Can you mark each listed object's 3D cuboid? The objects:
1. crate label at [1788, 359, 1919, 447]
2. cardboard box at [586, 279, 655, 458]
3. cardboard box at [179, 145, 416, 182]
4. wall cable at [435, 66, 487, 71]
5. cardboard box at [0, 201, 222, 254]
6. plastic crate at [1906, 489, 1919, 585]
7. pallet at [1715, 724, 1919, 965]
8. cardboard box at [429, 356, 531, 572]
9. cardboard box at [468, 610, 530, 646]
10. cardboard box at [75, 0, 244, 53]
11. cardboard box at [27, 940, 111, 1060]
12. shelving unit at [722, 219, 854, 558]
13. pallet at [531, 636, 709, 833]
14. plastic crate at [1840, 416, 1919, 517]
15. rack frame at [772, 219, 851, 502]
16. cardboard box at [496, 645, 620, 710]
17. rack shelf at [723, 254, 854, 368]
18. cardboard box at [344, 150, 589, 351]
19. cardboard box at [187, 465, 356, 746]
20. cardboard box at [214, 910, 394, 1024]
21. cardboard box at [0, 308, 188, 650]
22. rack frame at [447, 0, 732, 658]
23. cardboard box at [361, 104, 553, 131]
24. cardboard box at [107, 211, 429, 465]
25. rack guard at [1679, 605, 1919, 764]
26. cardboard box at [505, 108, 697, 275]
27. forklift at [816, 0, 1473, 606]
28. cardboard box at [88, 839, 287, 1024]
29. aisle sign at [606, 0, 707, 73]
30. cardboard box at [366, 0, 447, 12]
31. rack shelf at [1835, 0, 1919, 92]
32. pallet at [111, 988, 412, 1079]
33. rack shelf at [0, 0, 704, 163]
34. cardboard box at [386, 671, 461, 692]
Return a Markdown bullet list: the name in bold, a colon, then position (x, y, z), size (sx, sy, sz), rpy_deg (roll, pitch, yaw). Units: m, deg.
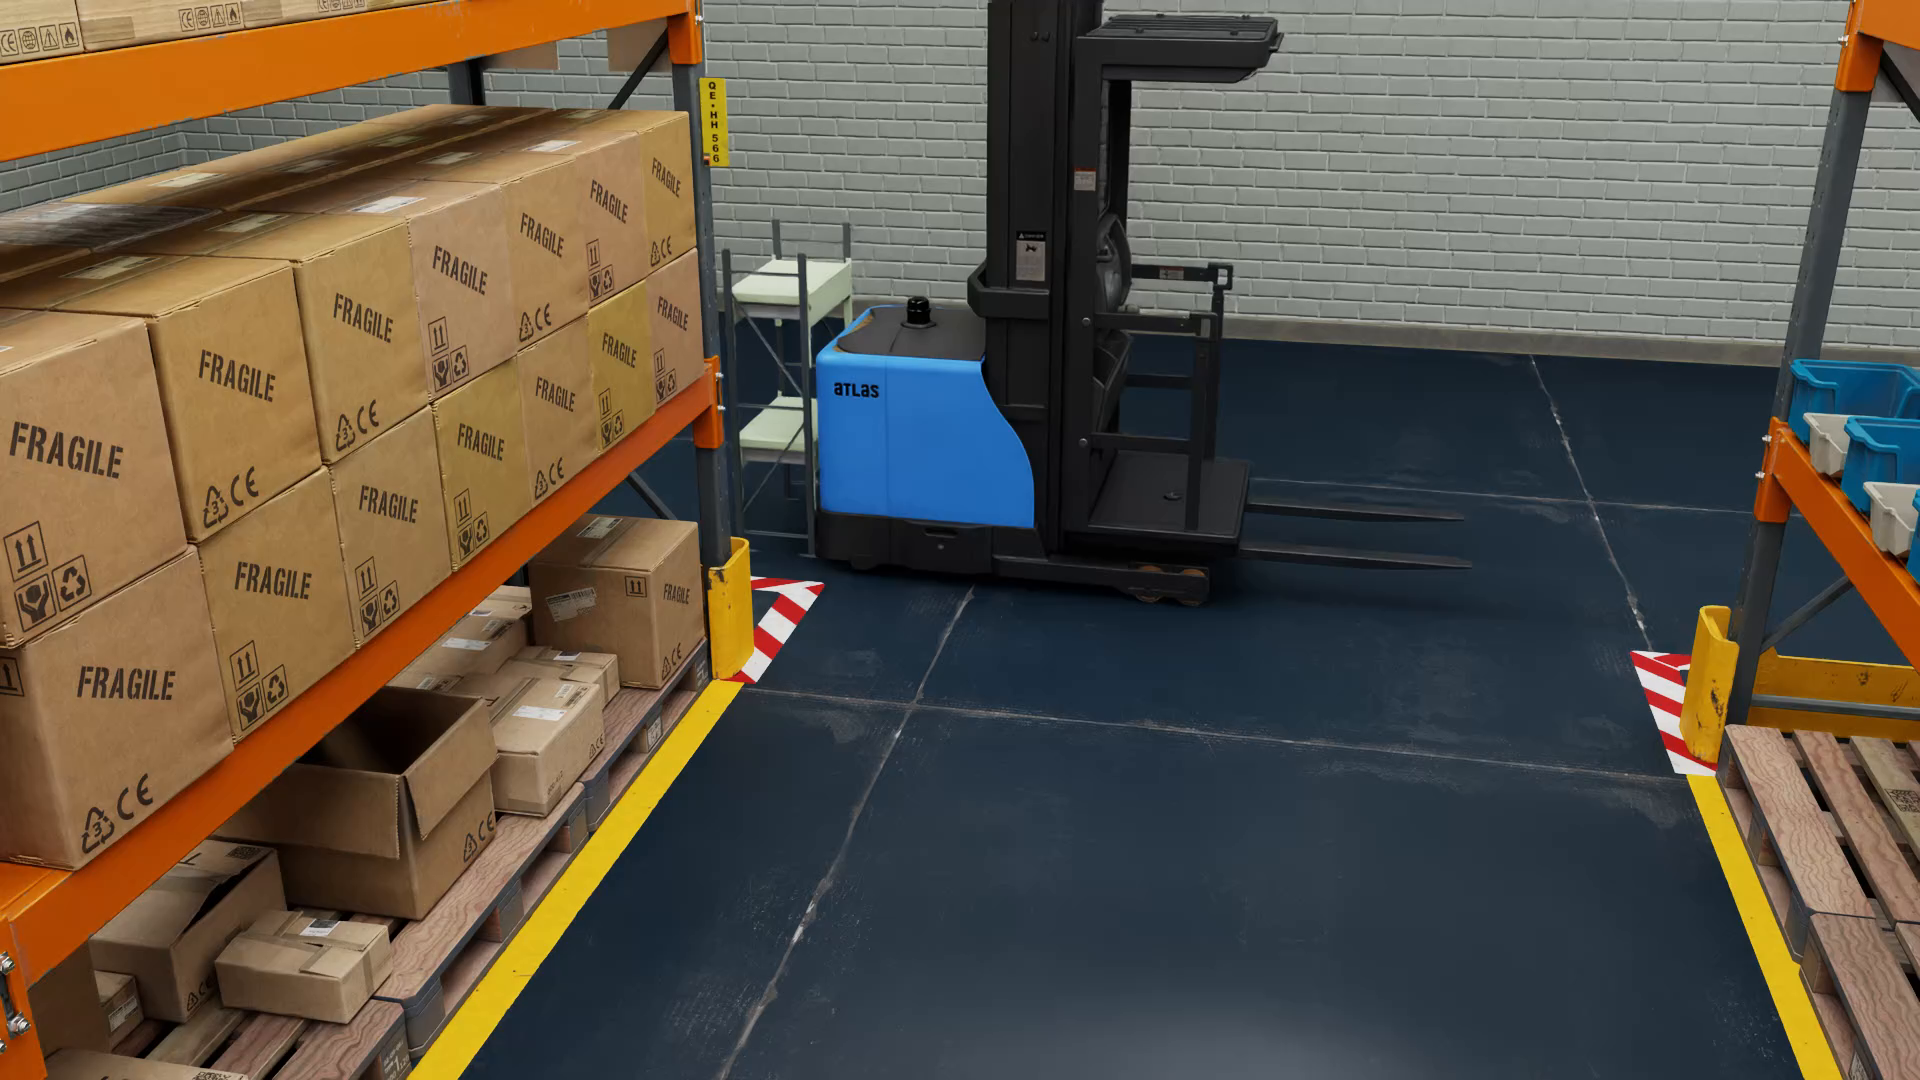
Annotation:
- **crate label**: position (3.010, -0.448, 5.595), size (0.416, 0.233, 0.303), rpy_deg (4, 22, 11)
- **cardboard box**: position (-1.393, -0.614, 5.729), size (0.500, 0.500, 0.500), rpy_deg (5, 22, 11)
- **cardboard box**: position (-2.021, -0.936, 5.190), size (0.500, 0.500, 0.500), rpy_deg (5, 22, 12)
- **wall cable**: position (-4.812, -4.702, 12.140), size (3.097, 2.526, 0.112), rpy_deg (4, 22, 11)
- **cardboard box**: position (-2.228, -0.566, 4.271), size (0.500, 0.500, 0.500), rpy_deg (5, 22, 11)
- **plastic crate**: position (2.741, 0.033, 4.399), size (0.416, 0.233, 0.300), rpy_deg (4, 22, 11)
- **pallet**: position (3.176, 1.029, 5.516), size (1.003, 0.211, 1.213), rpy_deg (4, 22, 11)
- **cardboard box**: position (-1.604, -0.248, 4.819), size (0.500, 0.500, 0.500), rpy_deg (4, 22, 10)
- **cardboard box**: position (-1.939, 0.386, 6.583), size (0.380, 0.166, 0.250), rpy_deg (4, 22, 11)
- **cardboard box**: position (-1.835, -1.143, 3.361), size (0.500, 0.250, 0.500), rpy_deg (4, 22, 11)
- **cardboard box**: position (-2.444, 1.246, 4.001), size (0.500, 0.500, 0.500), rpy_deg (4, 22, 11)
- **shelving unit**: position (-0.822, -0.762, 8.237), size (0.431, 1.500, 0.755), rpy_deg (5, 22, 12)
- **pallet**: position (-1.643, 0.671, 6.406), size (1.003, 0.211, 1.213), rpy_deg (4, 22, 11)
- **plastic crate**: position (2.875, -0.207, 4.997), size (0.416, 0.233, 0.300), rpy_deg (4, 22, 11)
- **rack frame**: position (-0.743, -0.895, 8.569), size (0.400, 1.500, 0.023), rpy_deg (5, 22, 12)
- **cardboard box**: position (-1.507, 0.527, 6.234), size (0.380, 0.166, 0.250), rpy_deg (4, 22, 11)
- **rack shelf**: position (-0.822, -1.124, 8.092), size (0.431, 0.370, 0.720), rpy_deg (5, 22, 12)
- **cardboard box**: position (-1.491, -0.894, 5.085), size (0.500, 0.500, 0.500), rpy_deg (5, 22, 12)
- **cardboard box**: position (-1.810, 0.121, 3.903), size (0.500, 0.500, 0.500), rpy_deg (5, 22, 12)
- **cardboard box**: position (-1.818, 1.177, 4.620), size (0.380, 0.166, 0.250), rpy_deg (4, 22, 11)
- **cardboard box**: position (-1.911, -0.140, 3.215), size (0.500, 0.500, 0.500), rpy_deg (5, 22, 12)
- **rack frame**: position (-1.466, -0.942, 6.678), size (1.000, 3.000, 0.127), rpy_deg (4, 22, 11)
- **cardboard box**: position (-1.815, -1.310, 6.119), size (0.500, 0.500, 0.500), rpy_deg (5, 23, 13)
- **cardboard box**: position (-1.700, -0.517, 4.150), size (0.500, 0.500, 0.500), rpy_deg (4, 22, 9)
- **rack guard**: position (3.374, 0.587, 6.228), size (1.175, 0.500, 0.348), rpy_deg (4, 22, 11)
- **cardboard box**: position (-1.288, -1.269, 6.016), size (0.500, 0.500, 0.500), rpy_deg (4, 22, 10)
- **forklift**: position (0.892, -1.275, 7.597), size (3.031, 2.935, 1.130), rpy_deg (5, 22, 12)
- **cardboard box**: position (-2.291, 1.060, 4.718), size (0.500, 0.311, 0.500), rpy_deg (4, 22, 11)
- **aisle sign**: position (-1.152, -2.150, 6.196), size (0.394, 0.787, 0.004), rpy_deg (4, 22, 11)
- **cardboard box**: position (-1.633, -1.508, 4.269), size (0.500, 0.250, 0.500), rpy_deg (4, 22, 11)
- **rack shelf**: position (2.974, -0.889, 3.495), size (1.077, 0.370, 4.000), rpy_deg (4, 22, 11)
- **pallet**: position (-2.141, 1.563, 4.190), size (1.003, 0.211, 1.213), rpy_deg (4, 22, 11)
- **rack shelf**: position (-1.874, -1.268, 4.436), size (1.077, 0.370, 4.000), rpy_deg (4, 22, 11)
- **cardboard box**: position (-2.059, 0.672, 5.761), size (0.500, 0.250, 0.500), rpy_deg (4, 22, 11)
